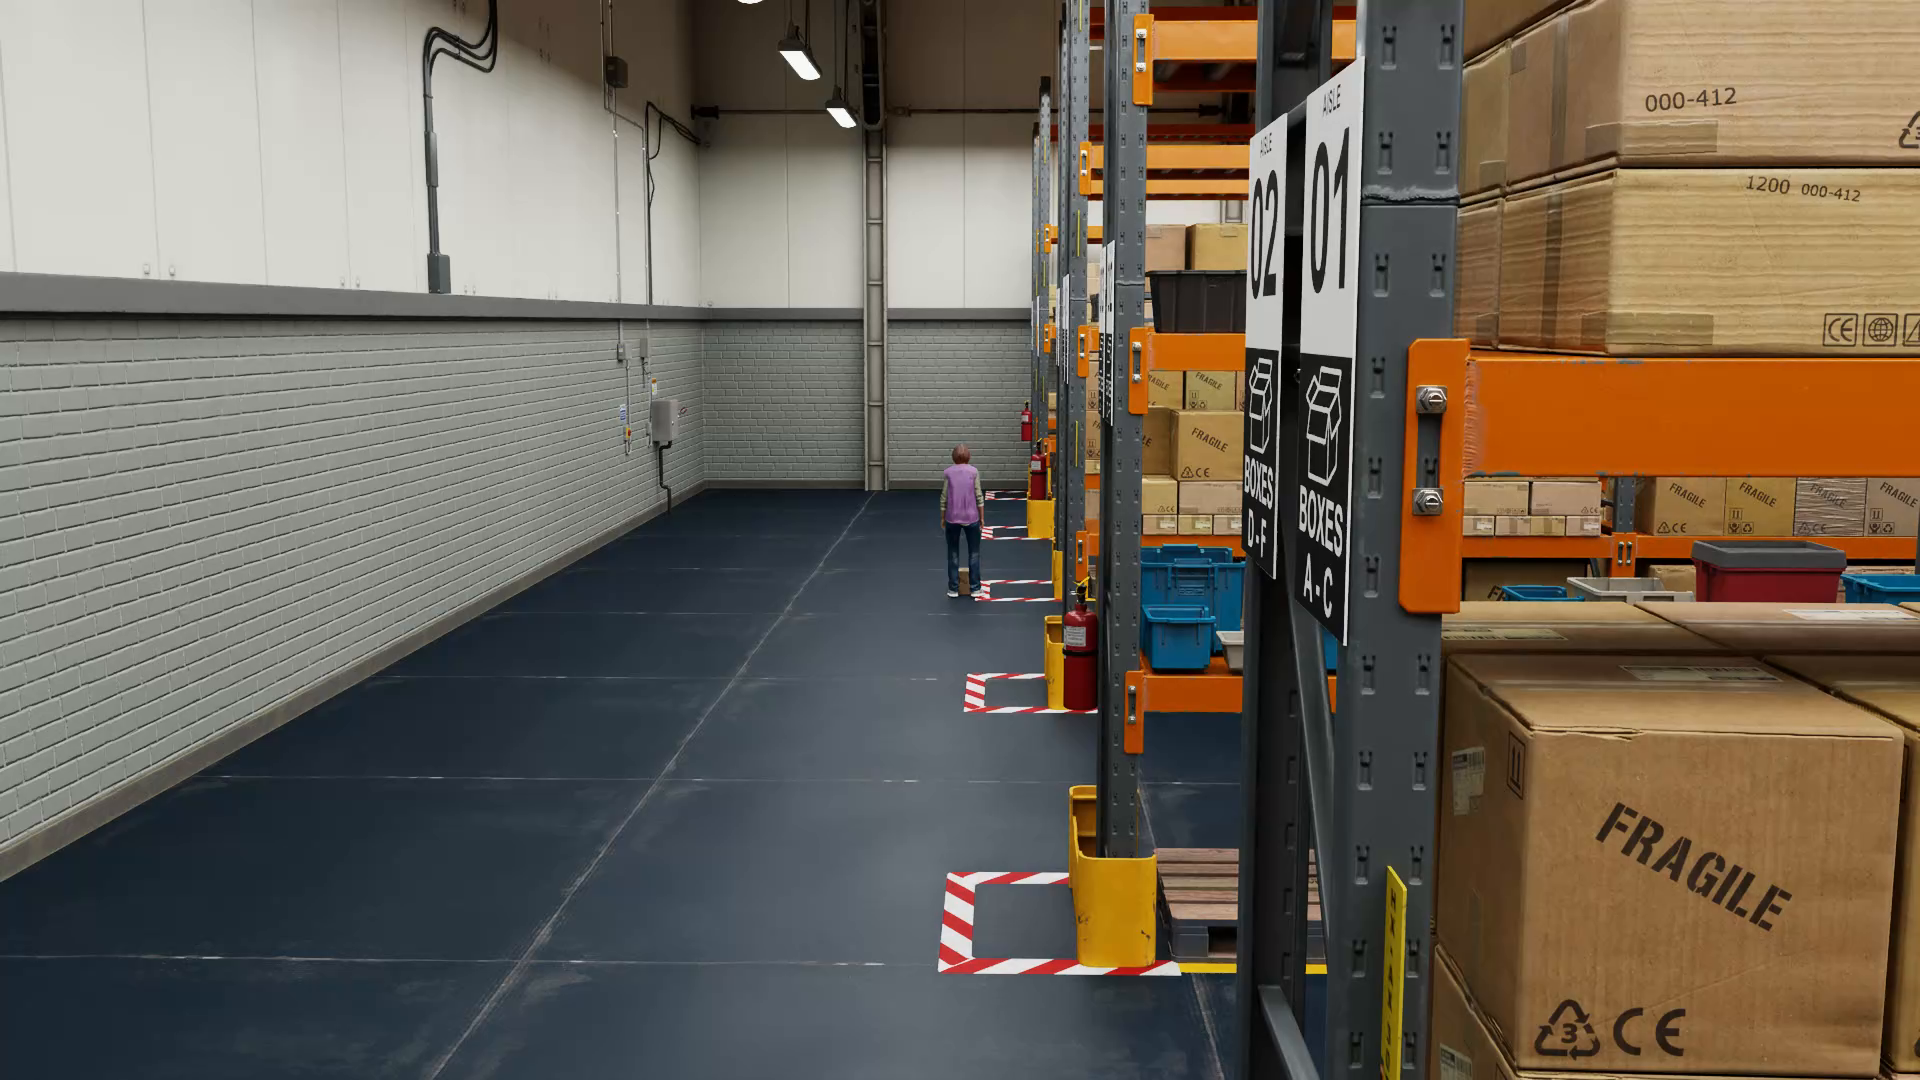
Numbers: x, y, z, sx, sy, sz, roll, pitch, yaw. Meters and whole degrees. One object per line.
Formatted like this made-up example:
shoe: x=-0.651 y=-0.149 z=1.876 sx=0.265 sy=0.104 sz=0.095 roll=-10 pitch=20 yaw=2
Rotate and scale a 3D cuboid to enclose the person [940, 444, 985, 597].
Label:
person: x=0.025 y=-0.196 z=17.334 sx=0.459 sy=1.591 sz=0.348 roll=1 pitch=7 yaw=5
